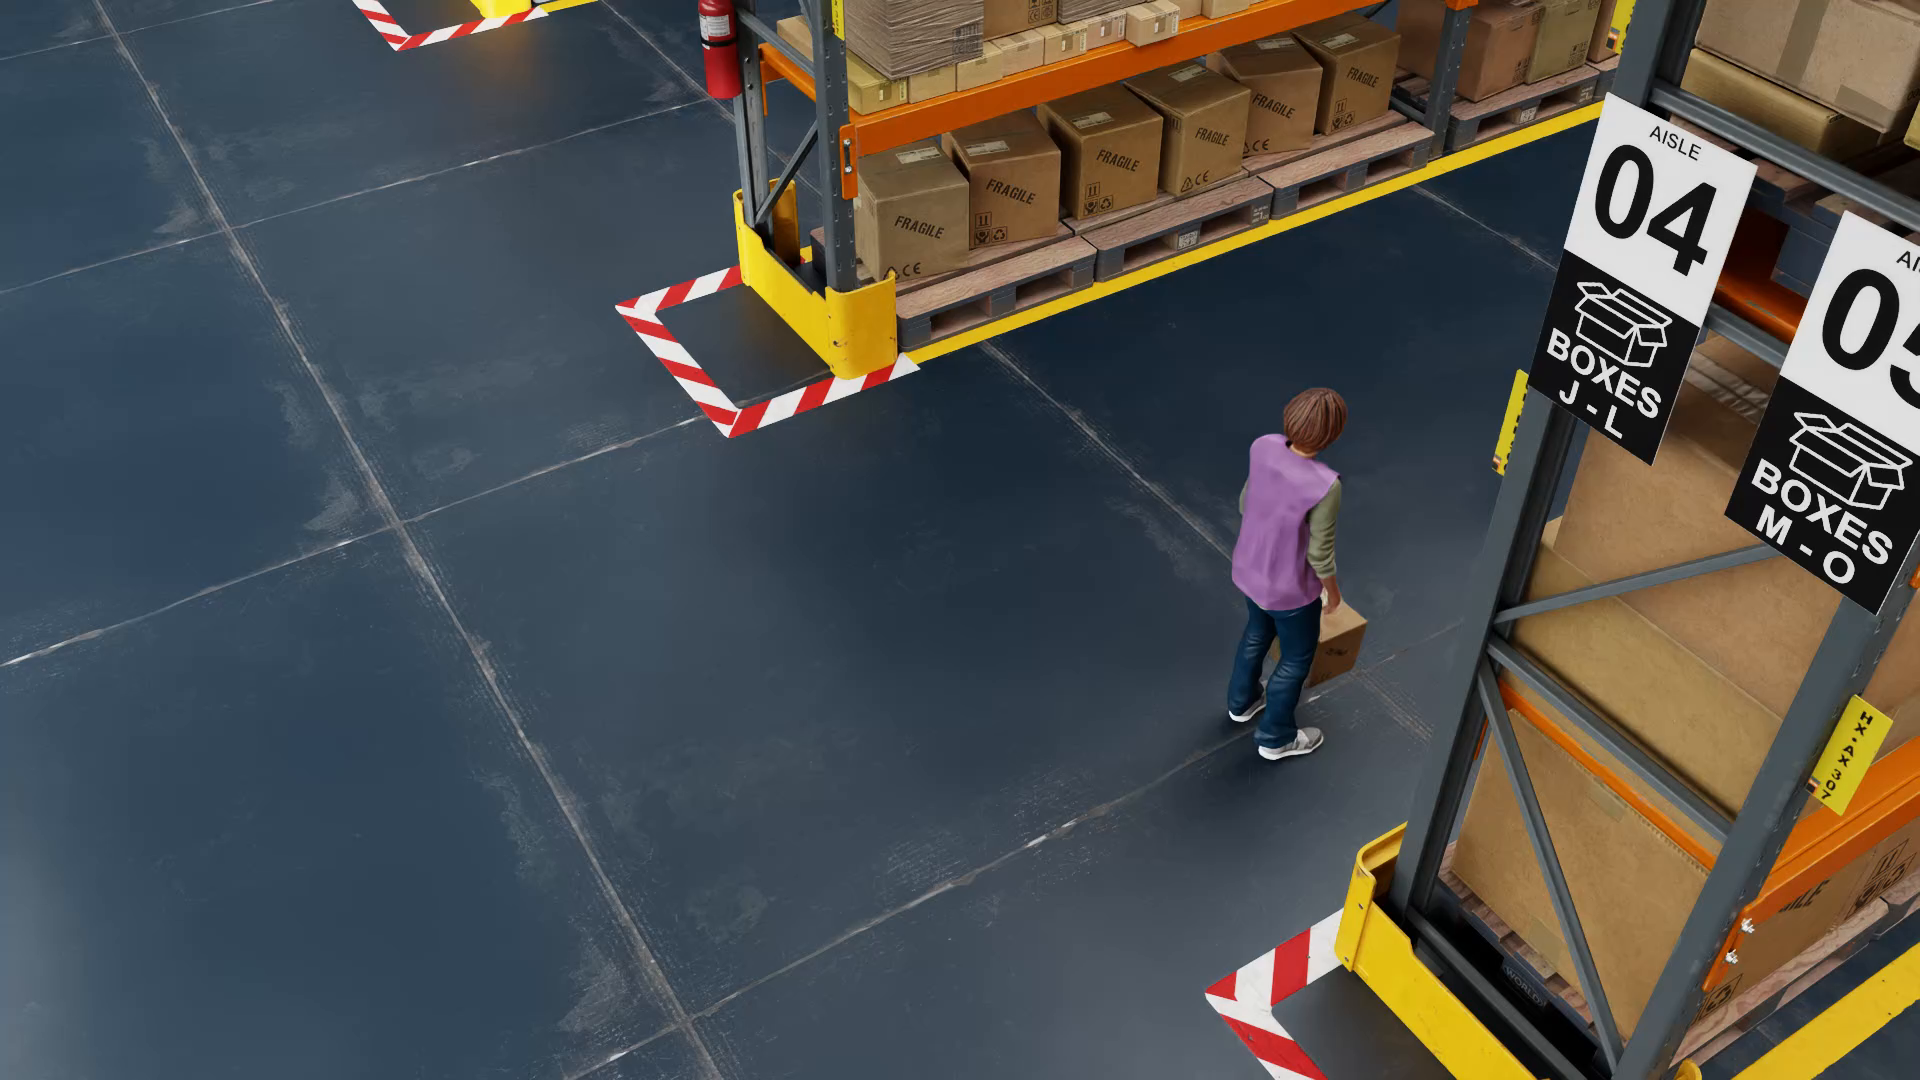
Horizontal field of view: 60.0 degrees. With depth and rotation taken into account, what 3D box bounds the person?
[{"bbox_3d":[1.179,0.127,6.020,0.373,1.596,0.455,-24,47,-25],"label":"person"}]
